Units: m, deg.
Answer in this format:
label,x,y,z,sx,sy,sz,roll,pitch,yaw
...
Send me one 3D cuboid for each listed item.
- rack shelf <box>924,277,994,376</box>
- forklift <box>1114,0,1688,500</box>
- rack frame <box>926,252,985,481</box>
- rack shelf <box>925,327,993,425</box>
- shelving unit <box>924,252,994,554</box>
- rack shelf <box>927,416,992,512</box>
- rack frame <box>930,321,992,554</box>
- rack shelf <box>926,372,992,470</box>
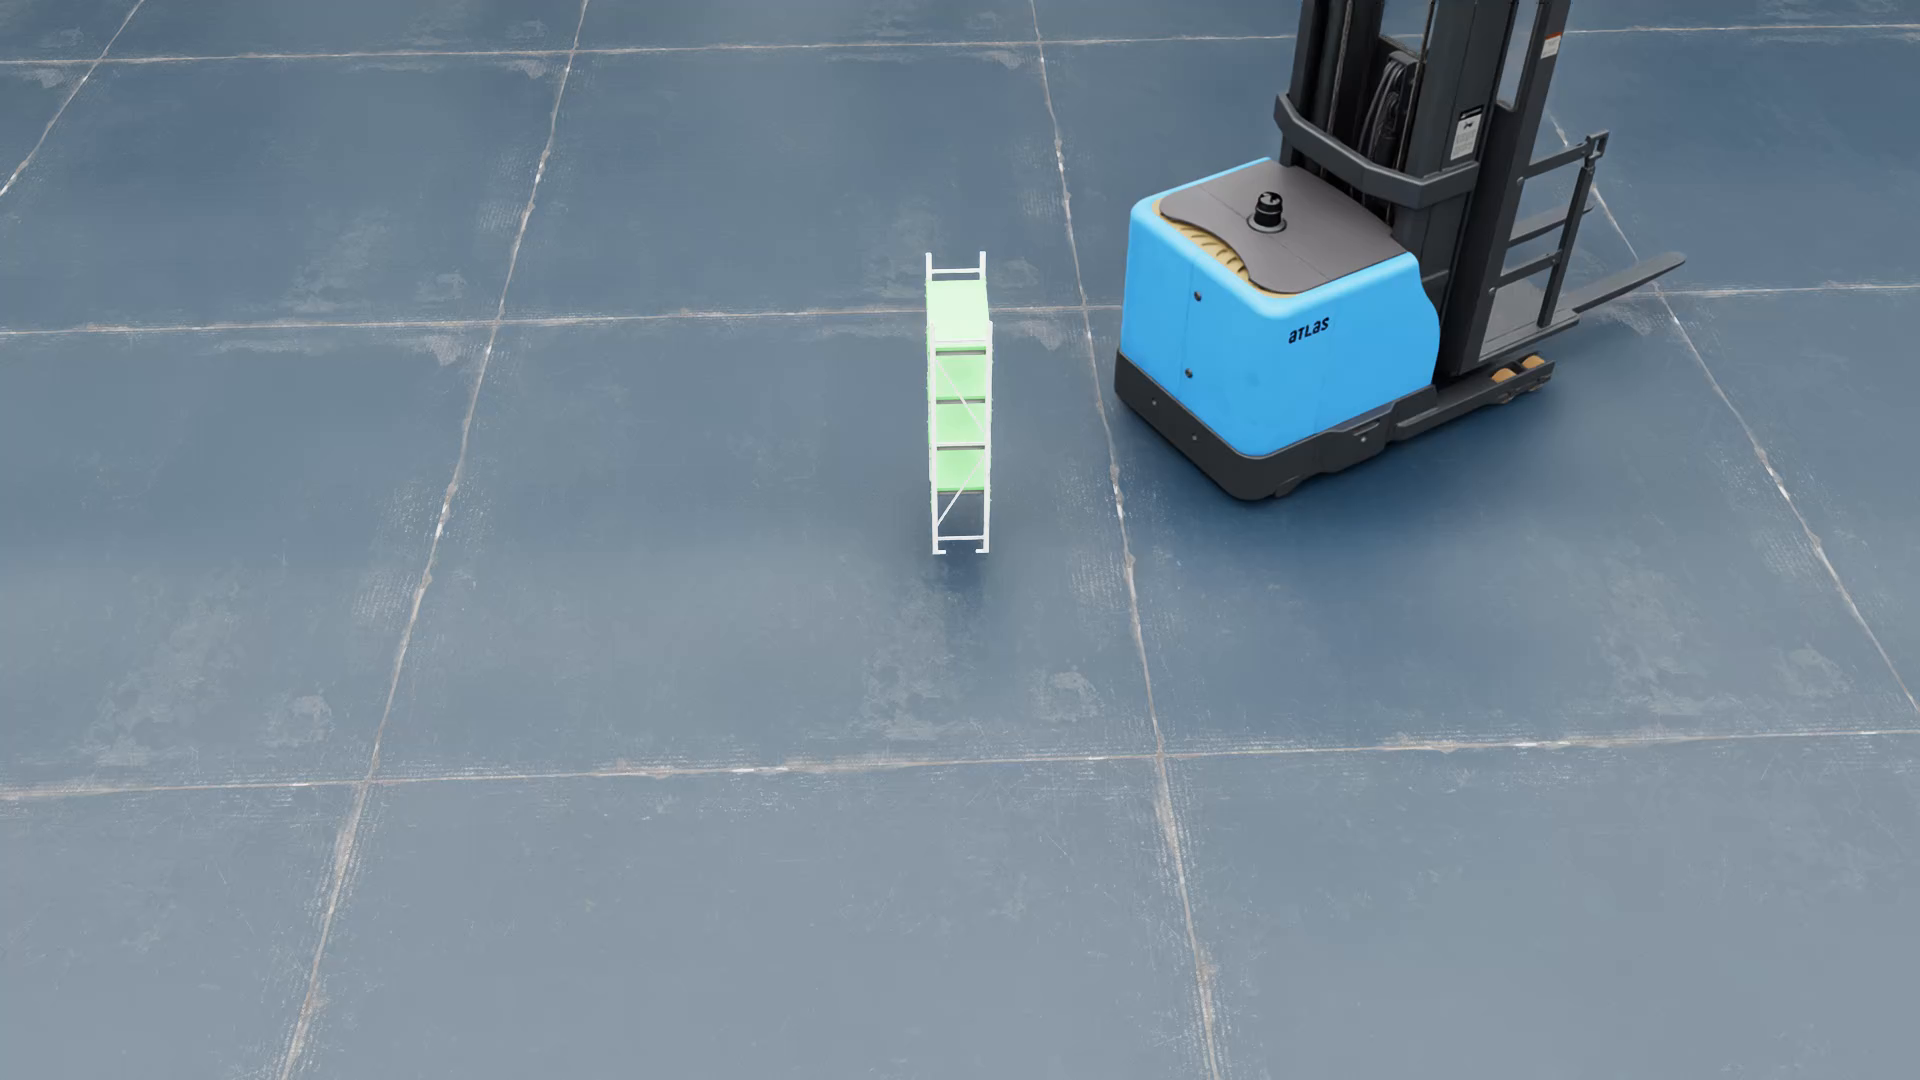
label,x,y,z,sx,sy,sz,roll,pitch,yaw
rack shelf,-0.007,-0.861,6.685,0.258,0.148,0.480,-2,43,-2
forklift,2.257,-2.015,7.279,3.031,2.935,1.130,-23,47,-23
rack frame,-0.017,-0.719,7.146,0.240,1.200,0.015,-2,43,-2
rack shelf,-0.007,-0.684,6.848,0.258,0.148,0.480,-2,43,-2
shelving unit,-0.007,-0.554,6.966,0.258,1.200,0.503,-2,43,-2
rack shelf,-0.007,-0.330,7.172,0.258,0.148,0.480,-2,43,-2
rack frame,0.003,-0.389,6.787,0.240,1.200,0.015,-2,43,-2
rack shelf,-0.007,-0.507,7.010,0.258,0.148,0.480,-2,43,-2
